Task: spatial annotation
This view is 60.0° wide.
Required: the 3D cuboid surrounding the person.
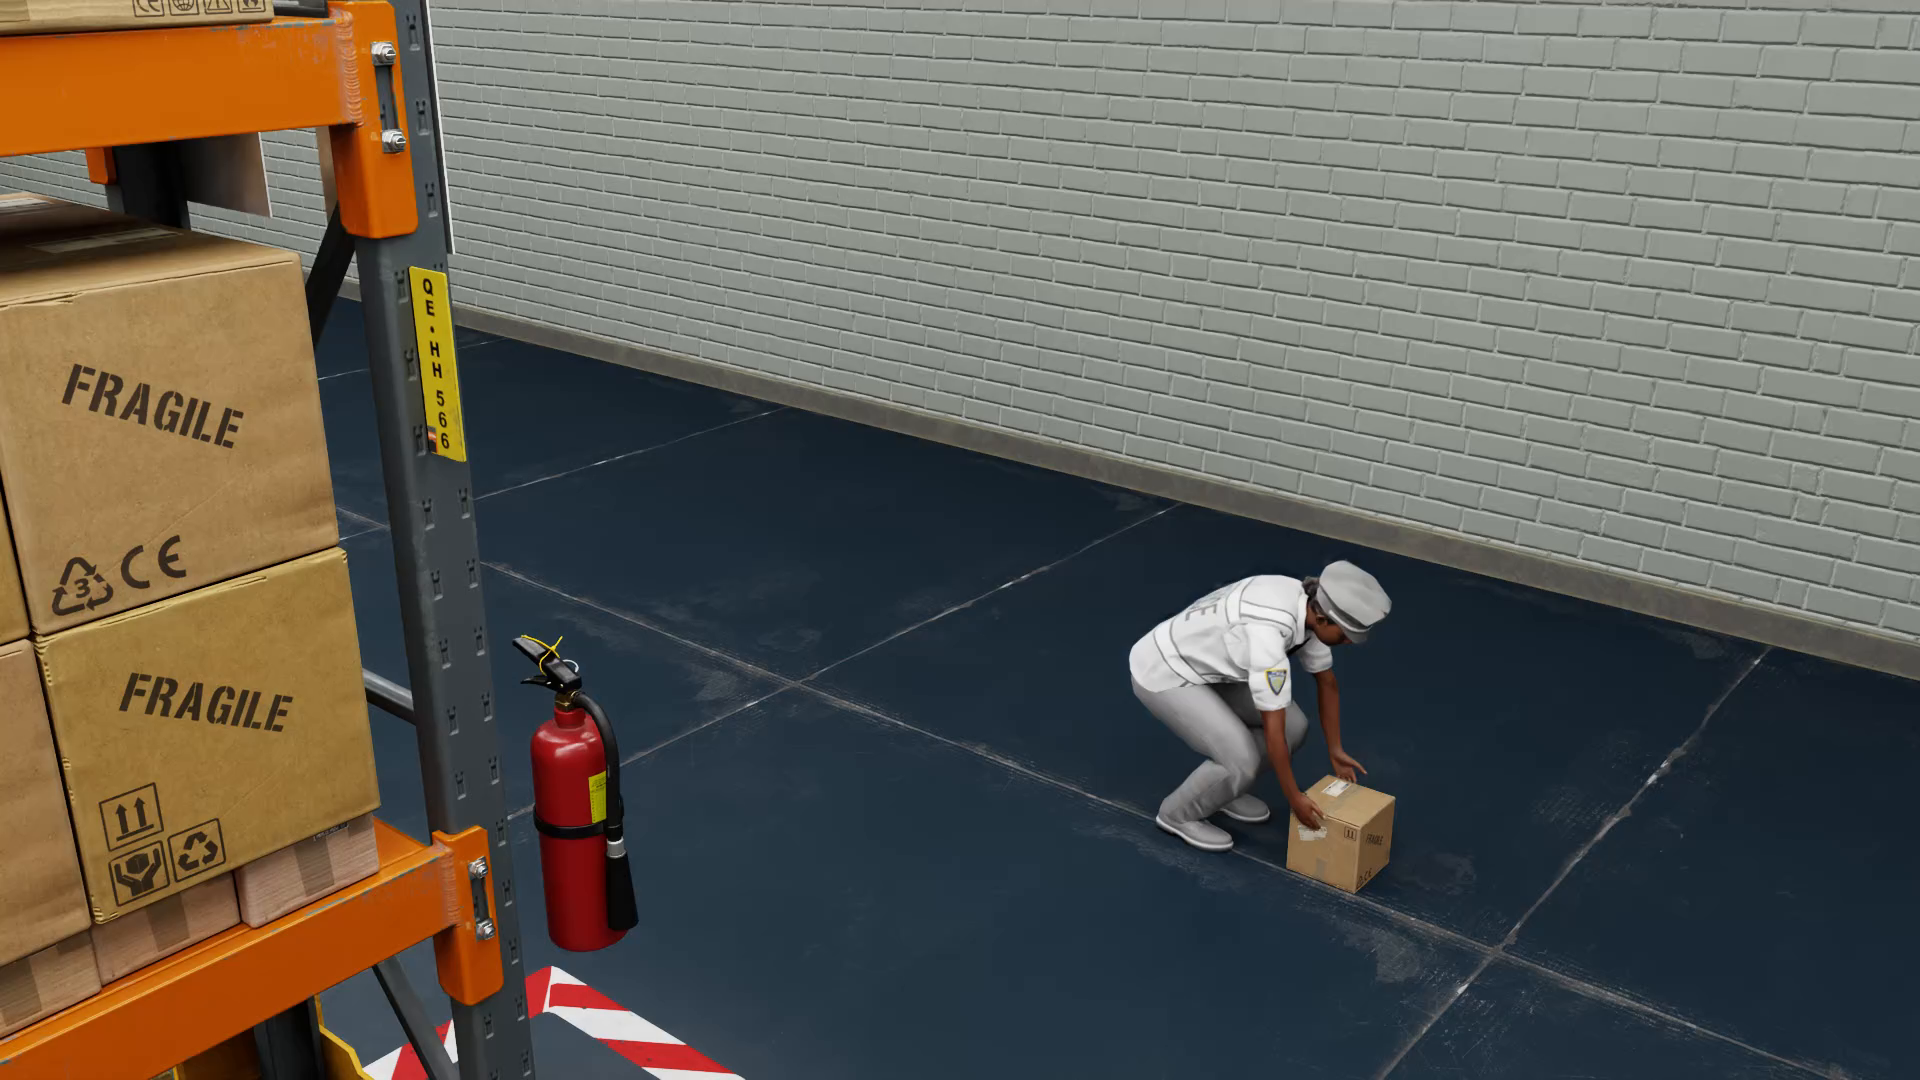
[{"bbox_3d":[0.989,0.524,5.576,0.846,1.034,0.492,16,26,36],"label":"person"}]
